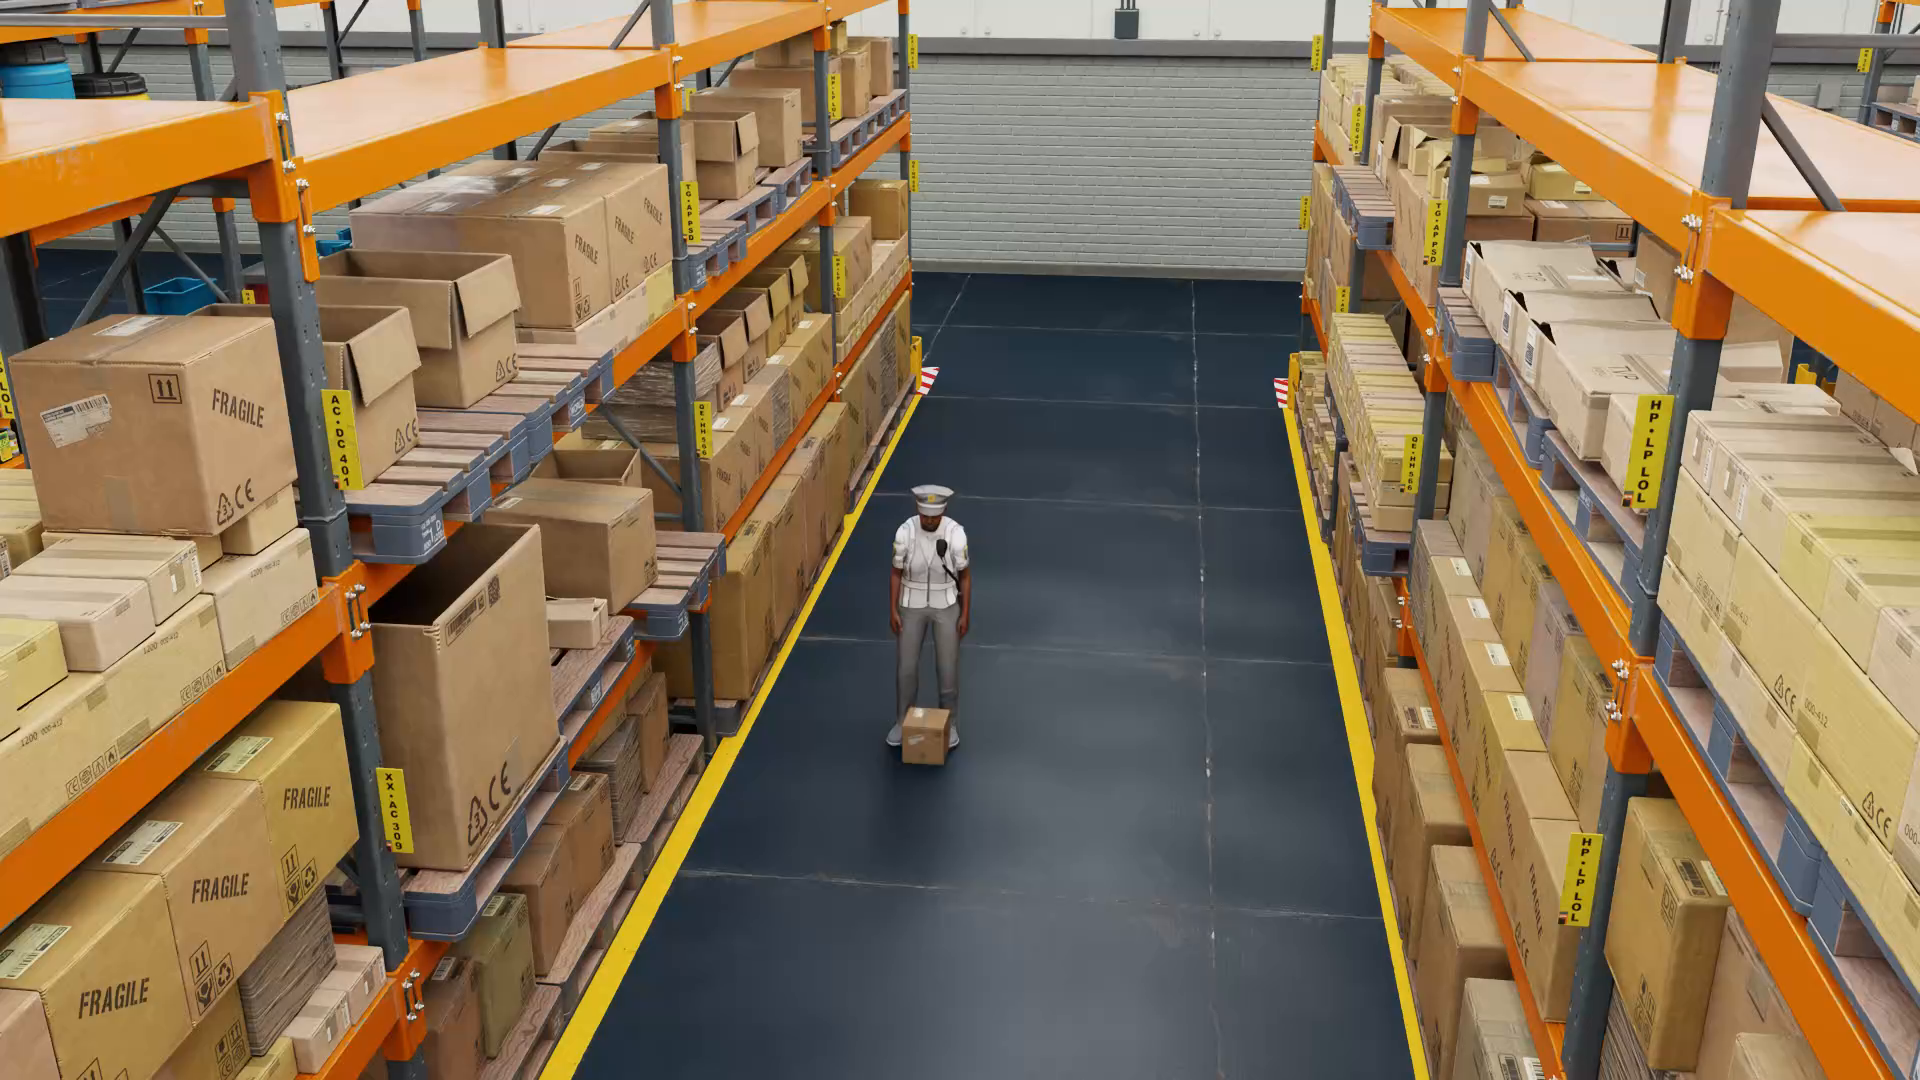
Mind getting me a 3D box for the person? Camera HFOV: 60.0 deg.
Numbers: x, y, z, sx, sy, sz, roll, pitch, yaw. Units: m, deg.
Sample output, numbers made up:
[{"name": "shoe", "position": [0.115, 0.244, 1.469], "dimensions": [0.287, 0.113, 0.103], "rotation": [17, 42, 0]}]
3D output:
[{"name": "person", "position": [-0.197, 0.438, 9.964], "dimensions": [0.495, 1.657, 0.394], "rotation": [2, 21, 4]}]
